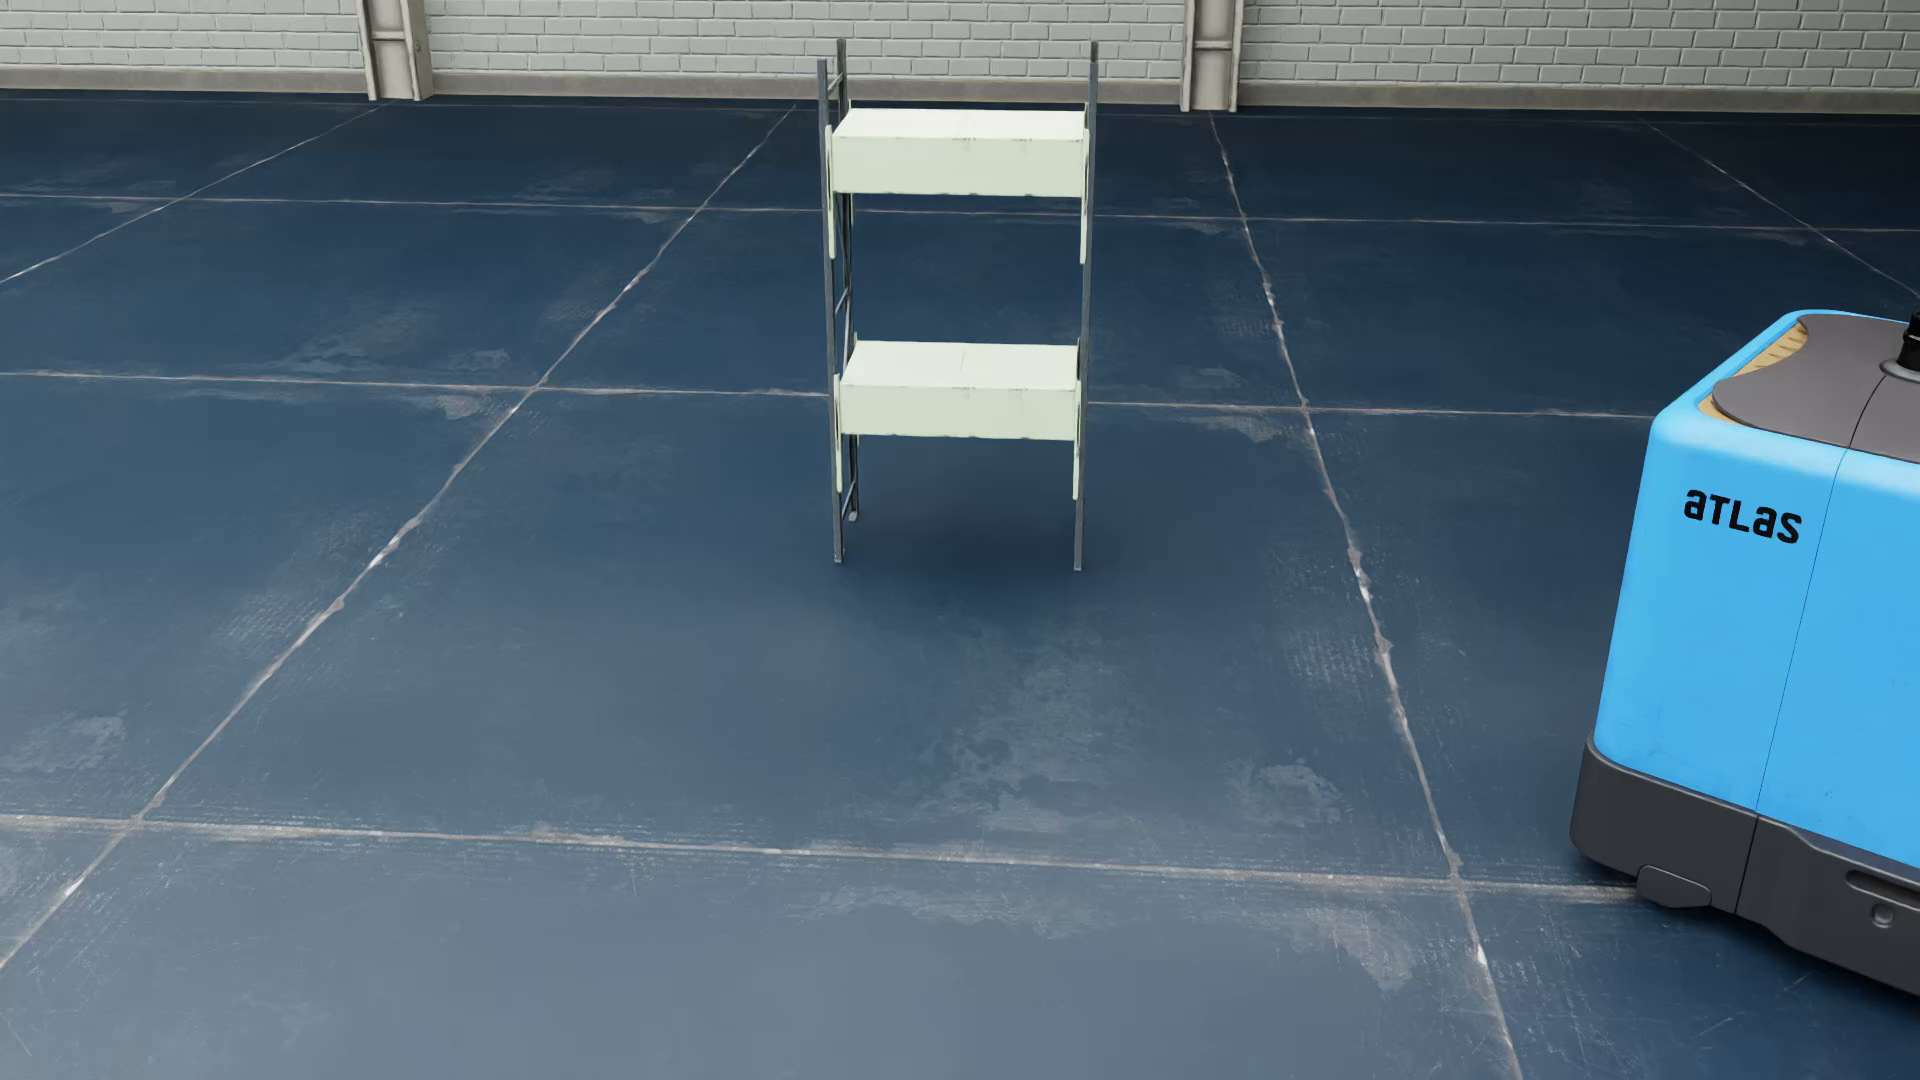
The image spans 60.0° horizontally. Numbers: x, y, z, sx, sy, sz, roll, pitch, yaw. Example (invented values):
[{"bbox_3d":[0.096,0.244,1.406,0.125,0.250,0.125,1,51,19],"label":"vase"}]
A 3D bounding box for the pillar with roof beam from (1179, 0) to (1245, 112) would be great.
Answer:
[{"bbox_3d":[1.468,-5.430,6.285,0.400,9.000,9.100,2,25,4],"label":"pillar with roof beam"}]

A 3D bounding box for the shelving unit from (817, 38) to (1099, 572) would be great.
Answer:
[{"bbox_3d":[0.007,-0.681,4.936,0.755,1.500,0.431,2,25,4],"label":"shelving unit"}]

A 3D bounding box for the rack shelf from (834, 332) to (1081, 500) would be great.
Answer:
[{"bbox_3d":[0.007,-0.385,5.072,0.720,0.370,0.431,2,25,4],"label":"rack shelf"}]

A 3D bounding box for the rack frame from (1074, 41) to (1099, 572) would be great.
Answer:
[{"bbox_3d":[0.372,-0.669,4.911,0.023,1.500,0.400,2,25,4],"label":"rack frame"}]

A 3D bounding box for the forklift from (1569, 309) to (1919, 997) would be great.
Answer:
[{"bbox_3d":[2.796,-0.364,2.534,3.031,2.935,1.130,19,31,35],"label":"forklift"}]

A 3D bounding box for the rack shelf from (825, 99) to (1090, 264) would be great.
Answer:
[{"bbox_3d":[0.007,-1.036,4.773,0.720,0.370,0.431,2,25,4],"label":"rack shelf"}]

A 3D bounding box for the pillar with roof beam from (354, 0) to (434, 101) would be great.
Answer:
[{"bbox_3d":[-4.514,-5.622,6.702,0.400,9.000,9.100,2,25,4],"label":"pillar with roof beam"}]

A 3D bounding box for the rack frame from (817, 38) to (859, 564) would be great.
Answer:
[{"bbox_3d":[-0.358,-0.693,4.961,0.023,1.500,0.400,2,25,4],"label":"rack frame"}]
